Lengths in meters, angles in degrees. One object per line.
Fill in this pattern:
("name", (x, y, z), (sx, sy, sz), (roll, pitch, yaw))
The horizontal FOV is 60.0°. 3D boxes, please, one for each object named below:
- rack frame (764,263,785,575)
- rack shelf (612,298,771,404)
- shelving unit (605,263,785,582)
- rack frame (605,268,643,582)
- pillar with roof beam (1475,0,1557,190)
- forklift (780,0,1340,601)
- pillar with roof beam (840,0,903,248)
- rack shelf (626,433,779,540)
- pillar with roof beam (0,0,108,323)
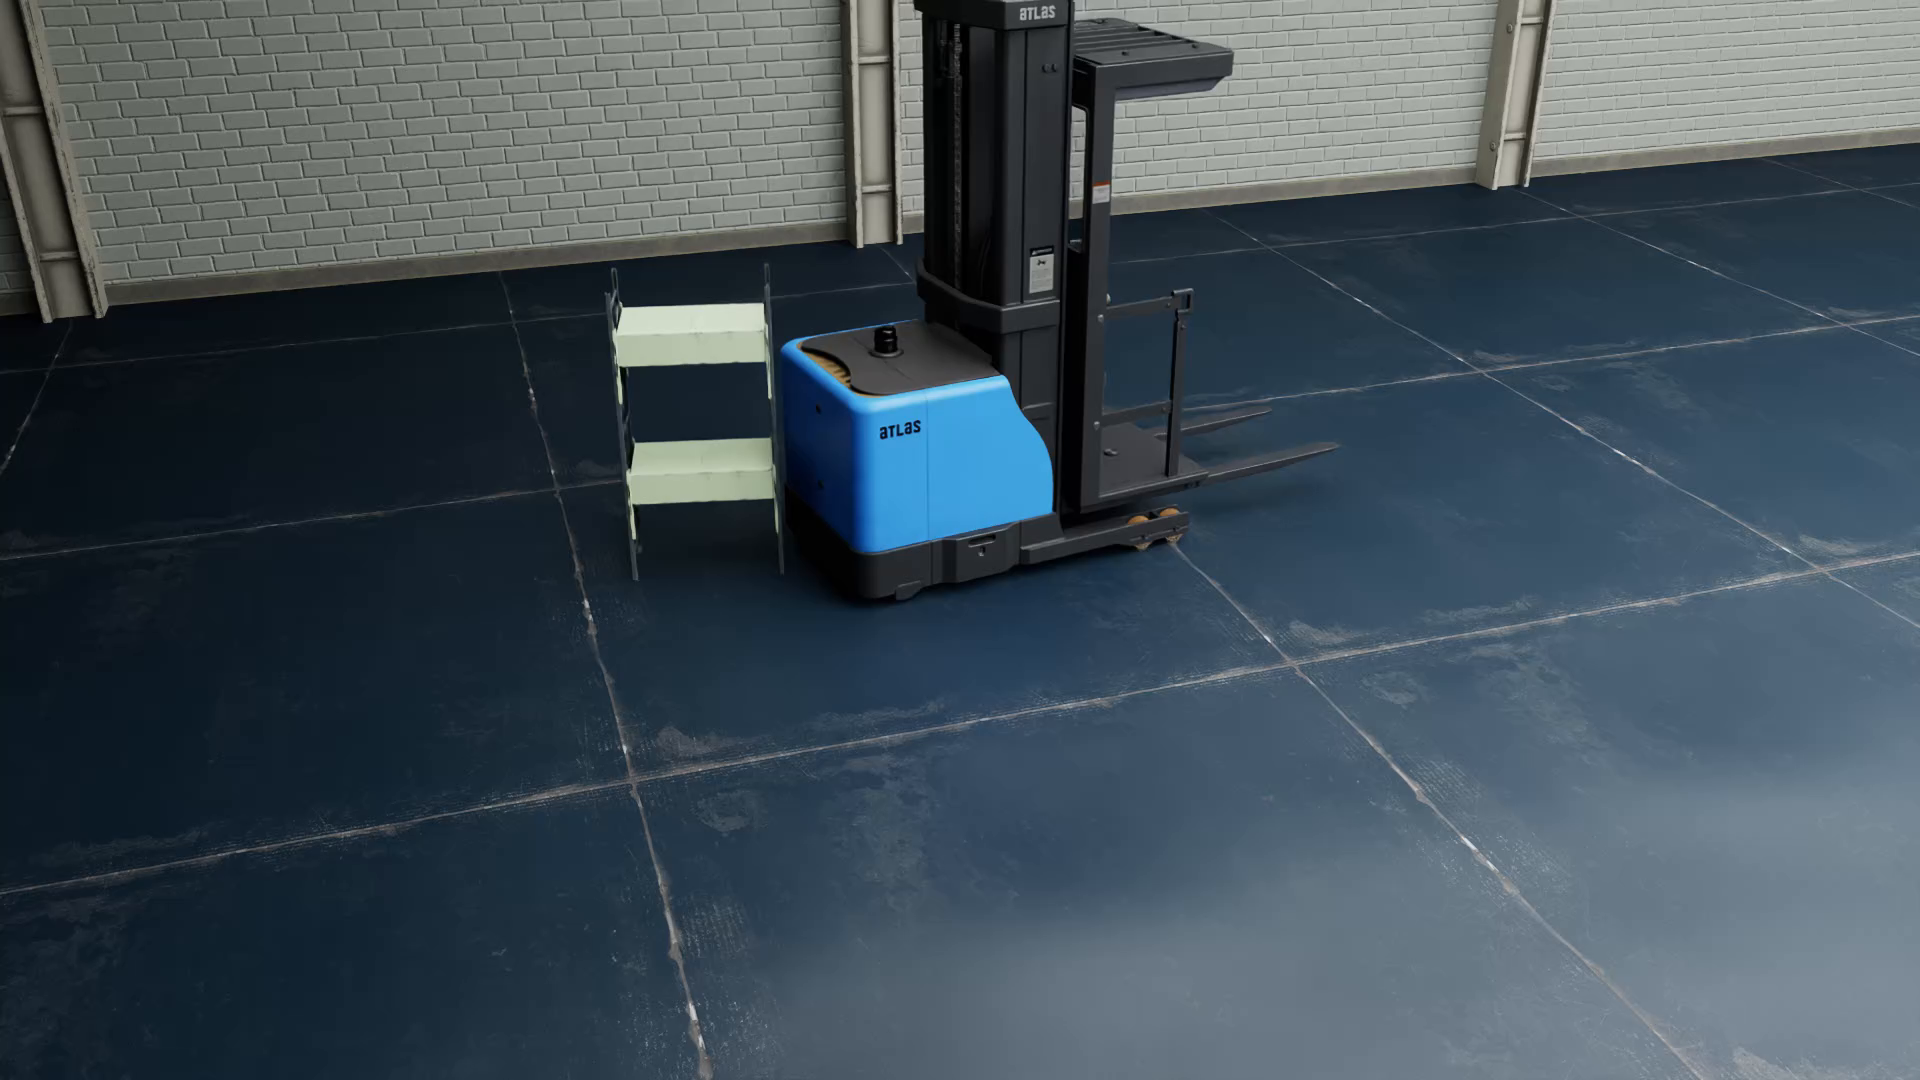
("rack frame", (-0.919, -0.586, 8.243), (0.023, 1.500, 0.400), (-3, 27, -6))
("rack shelf", (-1.283, -0.918, 8.034), (0.720, 0.370, 0.431), (-3, 27, -6))
("shelving unit", (-1.283, -0.568, 8.208), (0.755, 1.500, 0.431), (-3, 27, -6))
("rack frame", (-1.647, -0.551, 8.172), (0.023, 1.500, 0.400), (-3, 27, -6))
("pillar with roof beam", (6.337, -5.504, 9.717), (0.400, 9.000, 9.100), (-8, 28, -16))
("forklift", (0.631, -1.464, 8.404), (3.031, 2.935, 1.130), (-13, 29, -24))
("pillar with roof beam", (0.632, -4.678, 8.052), (0.400, 9.000, 9.100), (-8, 28, -16))
("rack shelf", (-1.283, -0.276, 8.353), (0.720, 0.370, 0.431), (-3, 27, -6))
("pillar with roof beam", (-5.073, -3.851, 6.388), (0.400, 9.000, 9.100), (-8, 28, -16))
